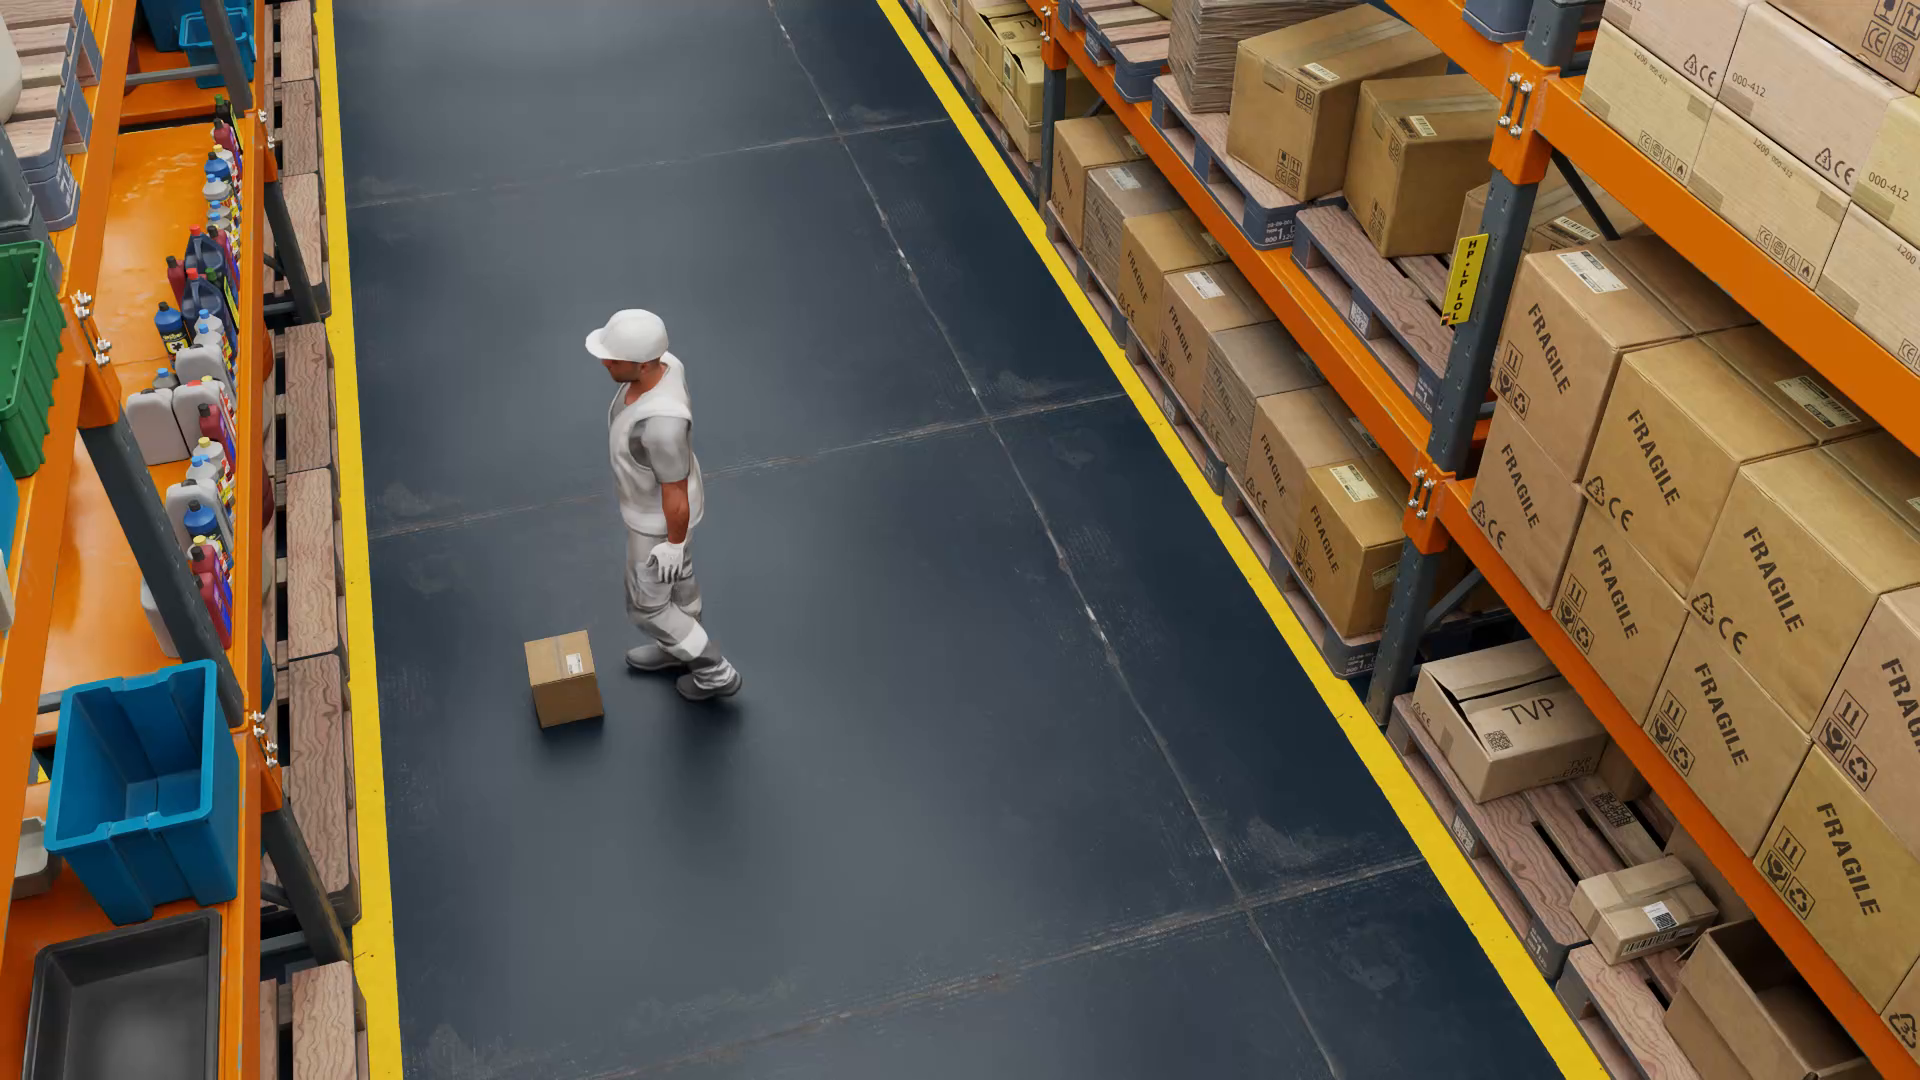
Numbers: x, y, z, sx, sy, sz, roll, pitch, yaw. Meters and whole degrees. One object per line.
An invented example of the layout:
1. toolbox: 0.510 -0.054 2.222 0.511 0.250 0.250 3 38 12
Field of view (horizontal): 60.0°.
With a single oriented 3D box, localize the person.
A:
1. person: -1.136 -0.122 6.264 0.471 1.794 0.570 -6 42 -7
